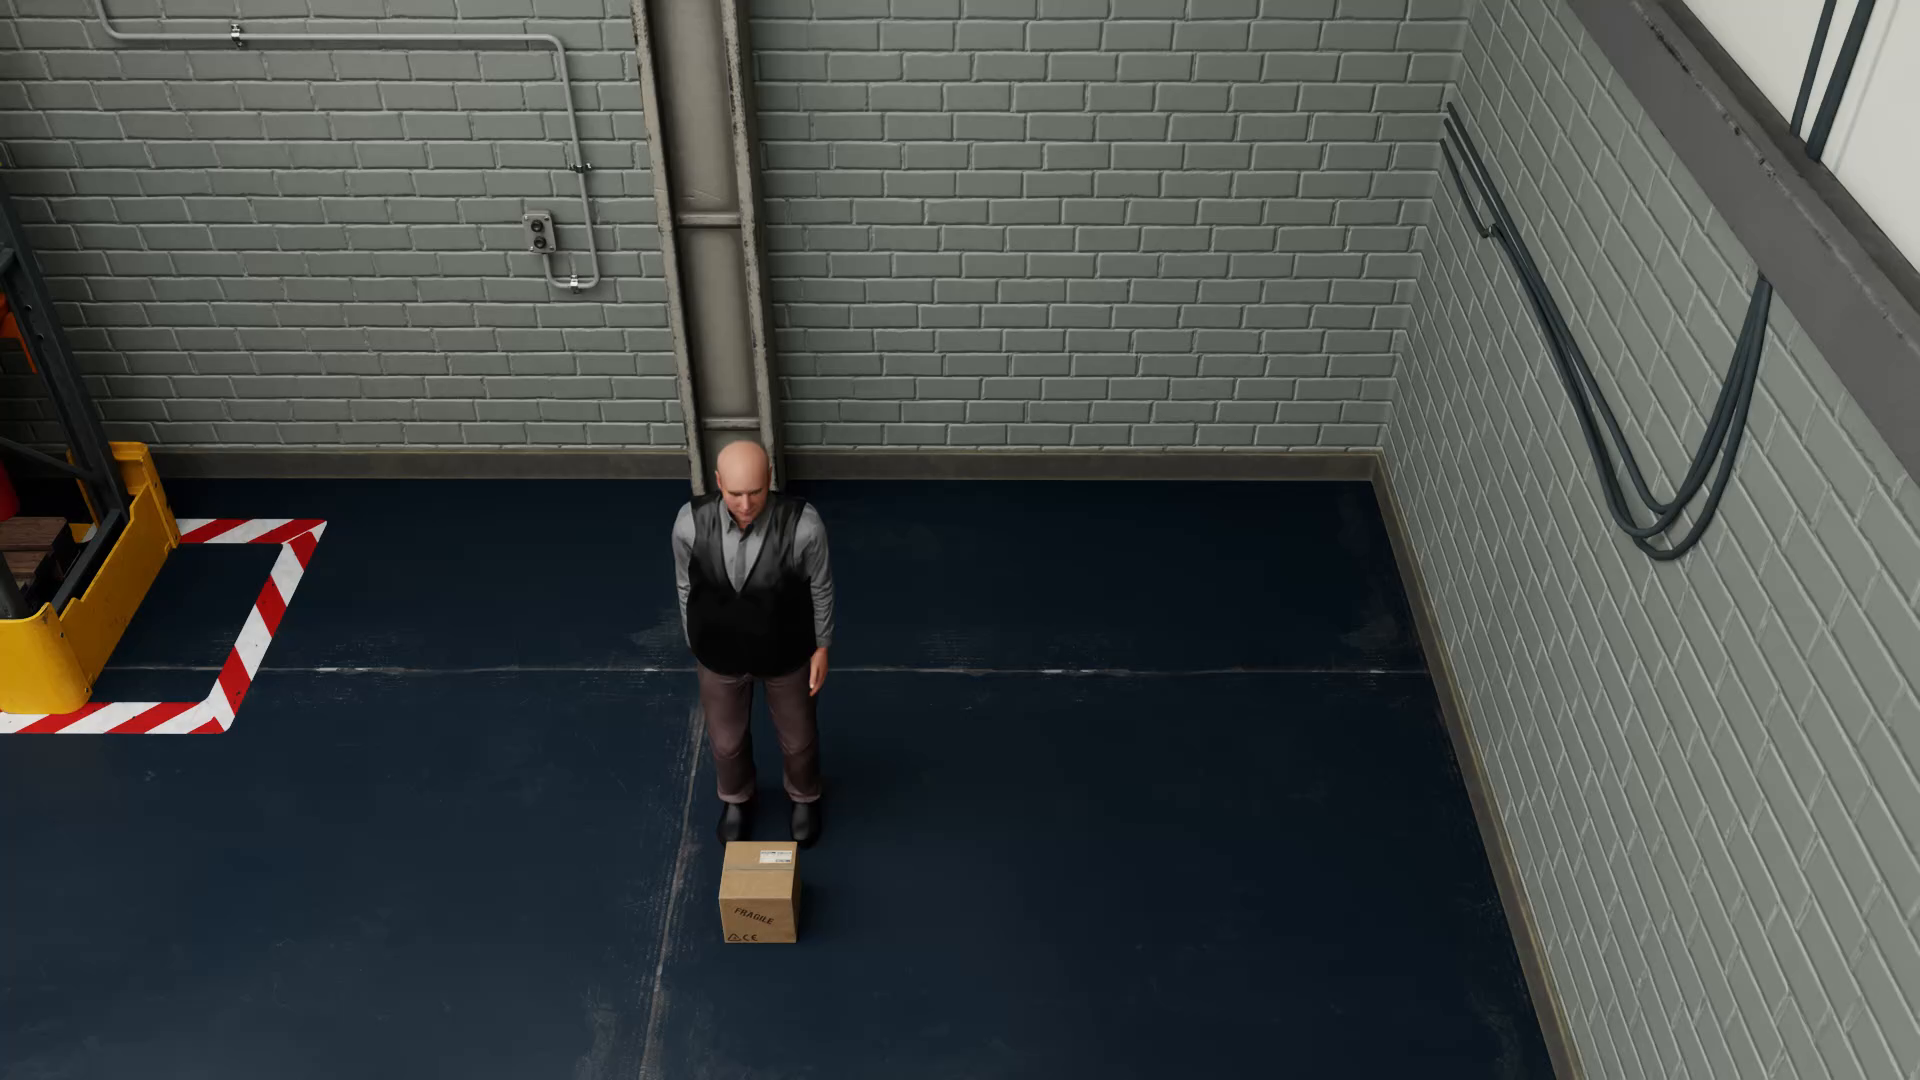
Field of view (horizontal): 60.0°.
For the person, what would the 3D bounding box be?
[{"bbox_3d":[-0.684,0.382,5.717,0.533,1.716,0.360,1,39,1],"label":"person"}]
